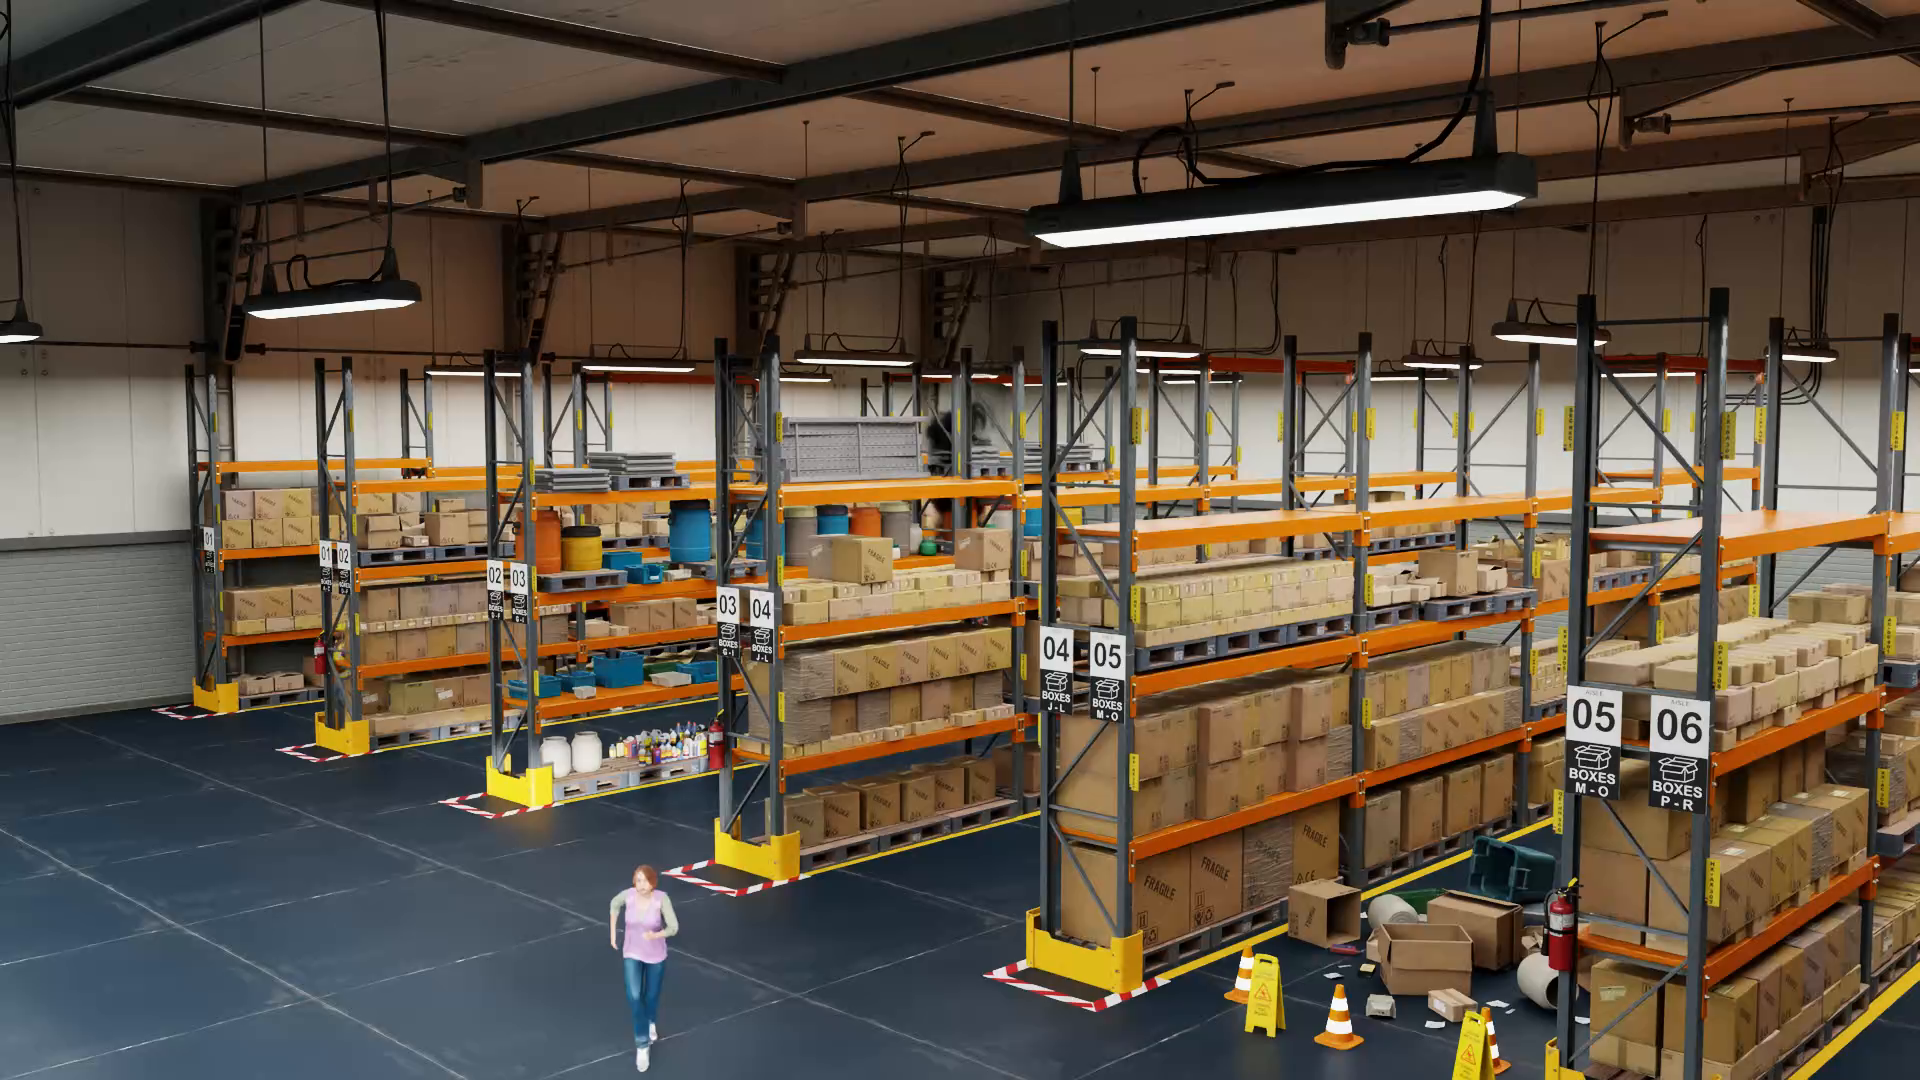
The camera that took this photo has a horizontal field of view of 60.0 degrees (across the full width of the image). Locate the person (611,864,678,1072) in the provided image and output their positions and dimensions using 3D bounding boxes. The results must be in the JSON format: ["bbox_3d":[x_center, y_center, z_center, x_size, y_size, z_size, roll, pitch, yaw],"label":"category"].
[{"bbox_3d":[-2.519,3.354,13.288,0.555,1.615,0.789,0,4,-5],"label":"person"}]

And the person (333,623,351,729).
[{"bbox_3d":[-10.005,2.223,27.074,0.701,1.774,0.870,3,6,37],"label":"person"}]
